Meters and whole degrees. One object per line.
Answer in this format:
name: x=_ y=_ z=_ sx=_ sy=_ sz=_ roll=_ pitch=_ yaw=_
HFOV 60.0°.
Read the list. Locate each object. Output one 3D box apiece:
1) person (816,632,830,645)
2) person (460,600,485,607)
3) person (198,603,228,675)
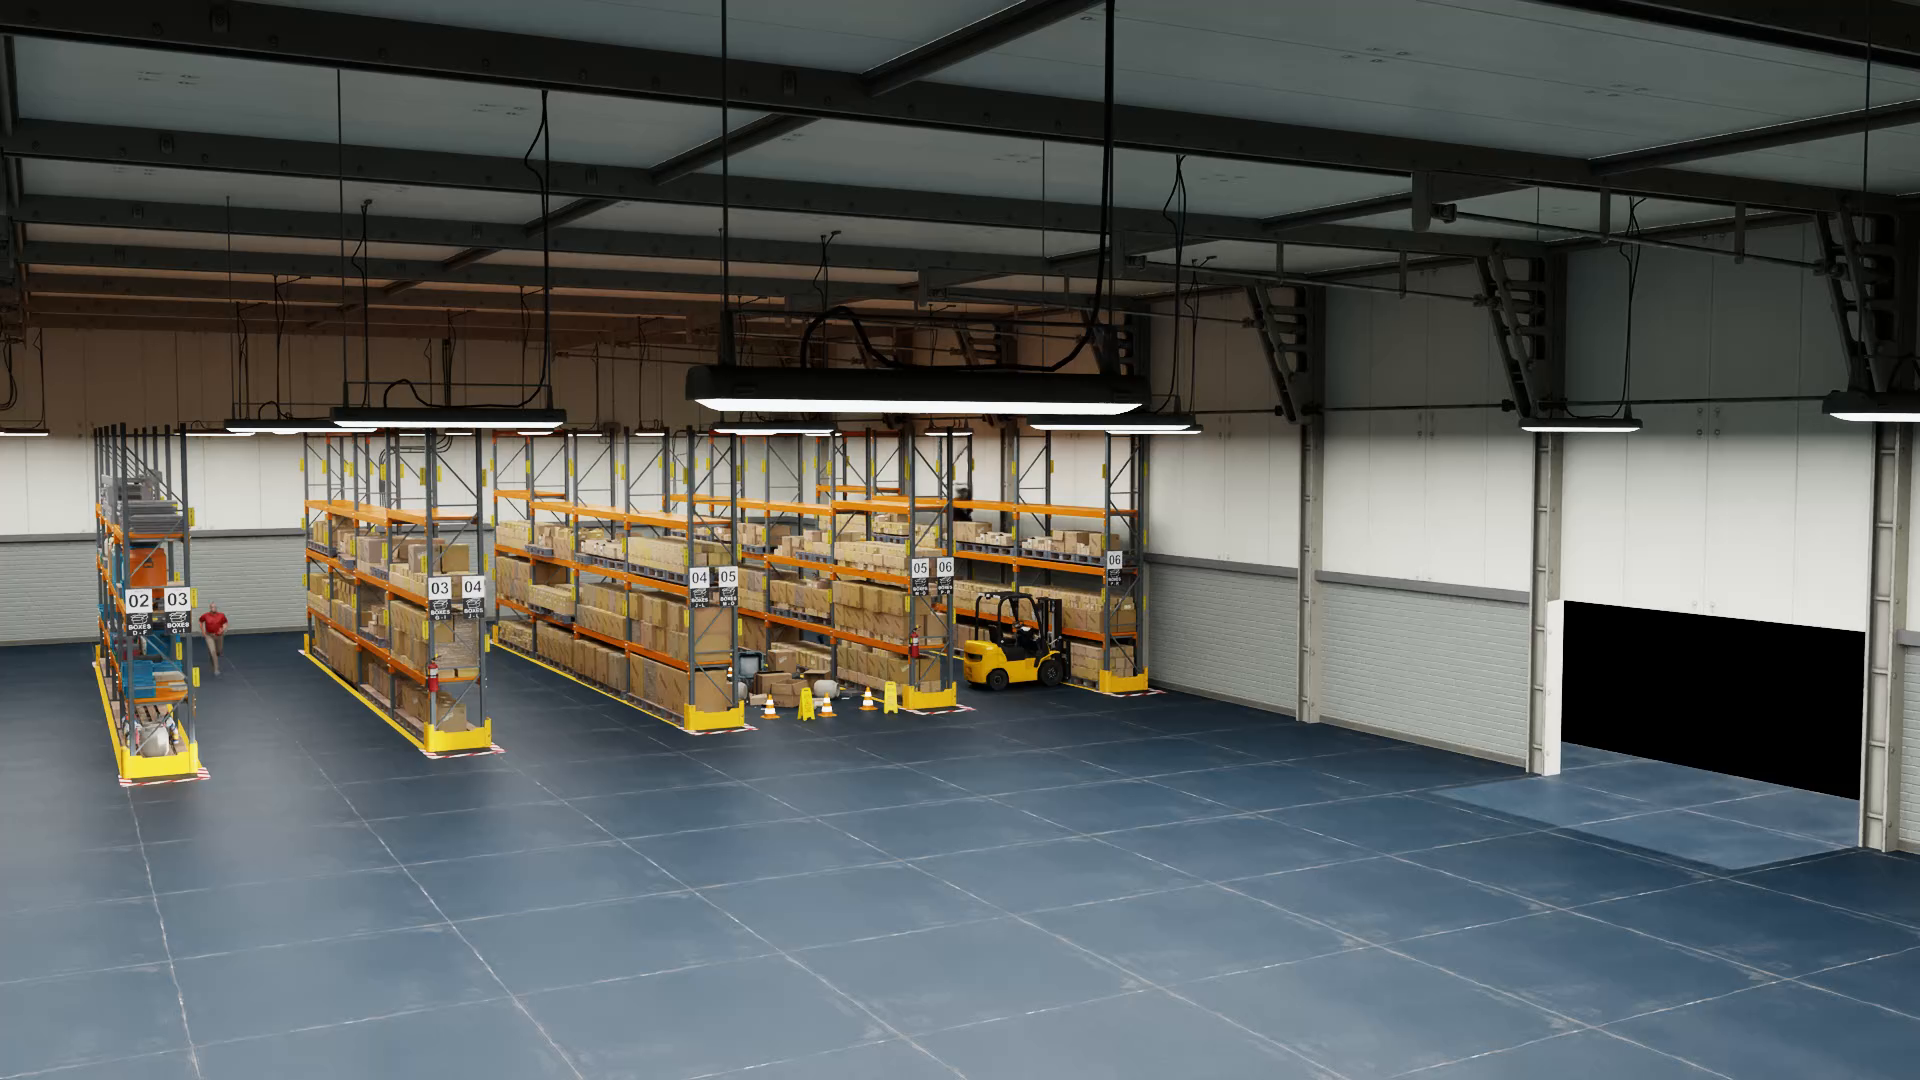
person: x=-3.806 y=2.178 z=45.930 sx=0.543 sy=1.559 sz=0.544 roll=-3 pitch=5 yaw=-42
person: x=-13.927 y=2.005 z=47.328 sx=0.663 sy=1.722 sz=0.623 roll=1 pitch=4 yaw=17
person: x=-18.314 y=2.422 z=40.857 sx=0.632 sy=1.747 sz=1.123 roll=-3 pitch=5 yaw=-40
